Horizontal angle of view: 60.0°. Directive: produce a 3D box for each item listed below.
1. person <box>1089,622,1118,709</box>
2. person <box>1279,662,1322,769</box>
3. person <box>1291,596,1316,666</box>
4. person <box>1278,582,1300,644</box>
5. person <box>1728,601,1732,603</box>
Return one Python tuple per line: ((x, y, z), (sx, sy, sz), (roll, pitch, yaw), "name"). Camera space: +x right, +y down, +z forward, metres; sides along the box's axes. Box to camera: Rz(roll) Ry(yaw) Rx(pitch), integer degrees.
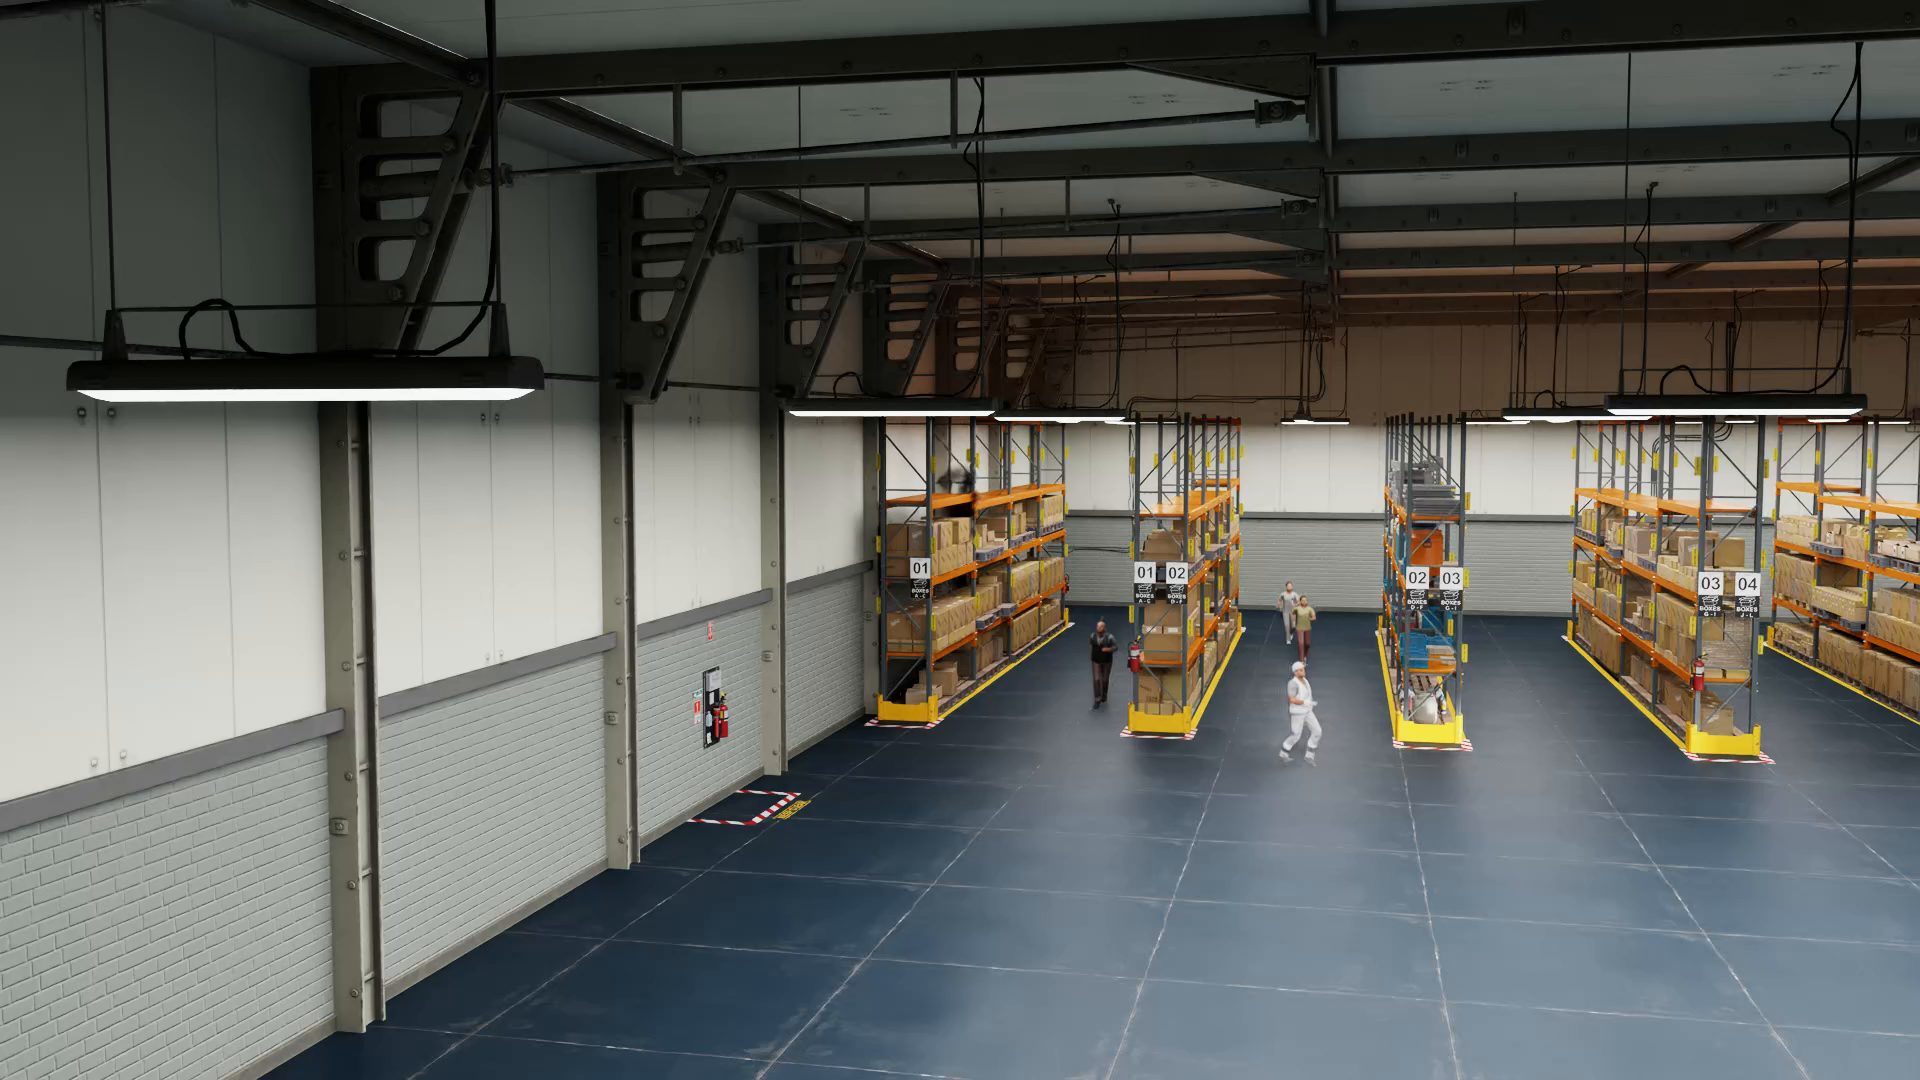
((2.941, 2.551, 34.171), (0.638, 1.761, 0.871), (1, 4, 12), "person")
((5.755, 2.951, 28.067), (0.670, 1.812, 0.755), (-4, 5, -43), "person")
((8.267, 2.159, 39.994), (0.575, 1.652, 0.970), (0, 4, 4), "person")
((8.705, 1.926, 44.068), (0.572, 1.628, 0.753), (1, 4, 8), "person")
((19.917, 1.926, 43.473), (0.745, 1.717, 0.961), (3, 5, 38), "person")
